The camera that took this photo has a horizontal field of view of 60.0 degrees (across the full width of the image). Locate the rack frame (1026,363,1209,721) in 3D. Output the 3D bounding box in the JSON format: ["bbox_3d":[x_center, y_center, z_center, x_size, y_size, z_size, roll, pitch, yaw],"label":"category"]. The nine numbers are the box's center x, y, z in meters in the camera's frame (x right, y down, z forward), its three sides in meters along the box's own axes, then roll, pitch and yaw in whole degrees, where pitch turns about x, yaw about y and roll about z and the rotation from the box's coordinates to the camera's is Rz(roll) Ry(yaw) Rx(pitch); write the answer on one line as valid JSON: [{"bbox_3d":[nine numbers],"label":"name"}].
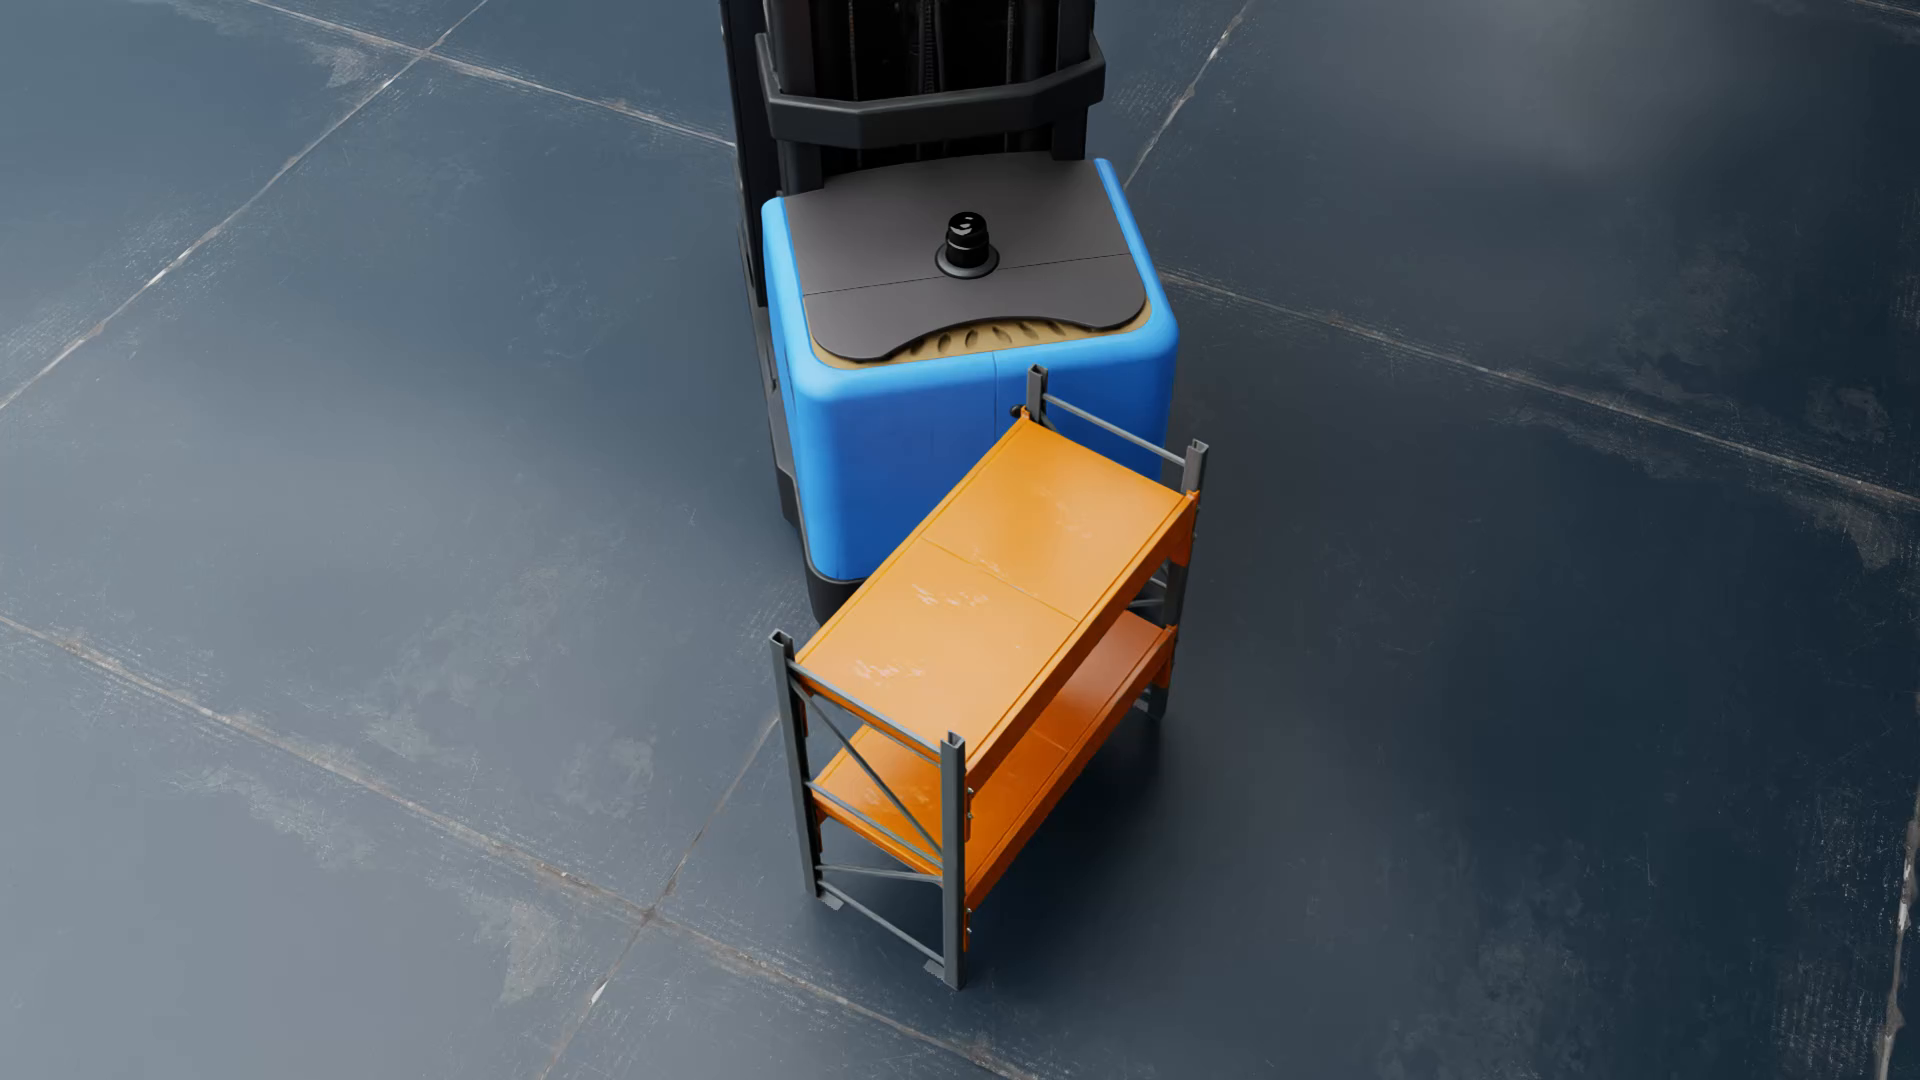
[{"bbox_3d":[0.381,0.040,4.477,0.500,1.125,0.032,28,55,22],"label":"rack frame"}]

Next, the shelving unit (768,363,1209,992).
[{"bbox_3d":[0.089,0.358,4.207,0.538,1.125,1.048,28,55,22],"label":"shelving unit"}]

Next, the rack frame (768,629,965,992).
[{"bbox_3d":[-0.202,0.675,3.937,0.500,1.125,0.032,28,55,22],"label":"rack frame"}]

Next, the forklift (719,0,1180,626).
[{"bbox_3d":[-0.195,-1.817,4.872,1.130,2.935,3.031,-8,50,-7],"label":"forklift"}]

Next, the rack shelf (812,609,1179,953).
[{"bbox_3d":[0.089,0.516,4.393,0.538,0.278,1.000,28,55,22],"label":"rack shelf"}]

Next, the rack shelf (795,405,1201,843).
[{"bbox_3d":[0.089,0.168,3.984,0.538,0.278,1.000,28,55,22],"label":"rack shelf"}]
